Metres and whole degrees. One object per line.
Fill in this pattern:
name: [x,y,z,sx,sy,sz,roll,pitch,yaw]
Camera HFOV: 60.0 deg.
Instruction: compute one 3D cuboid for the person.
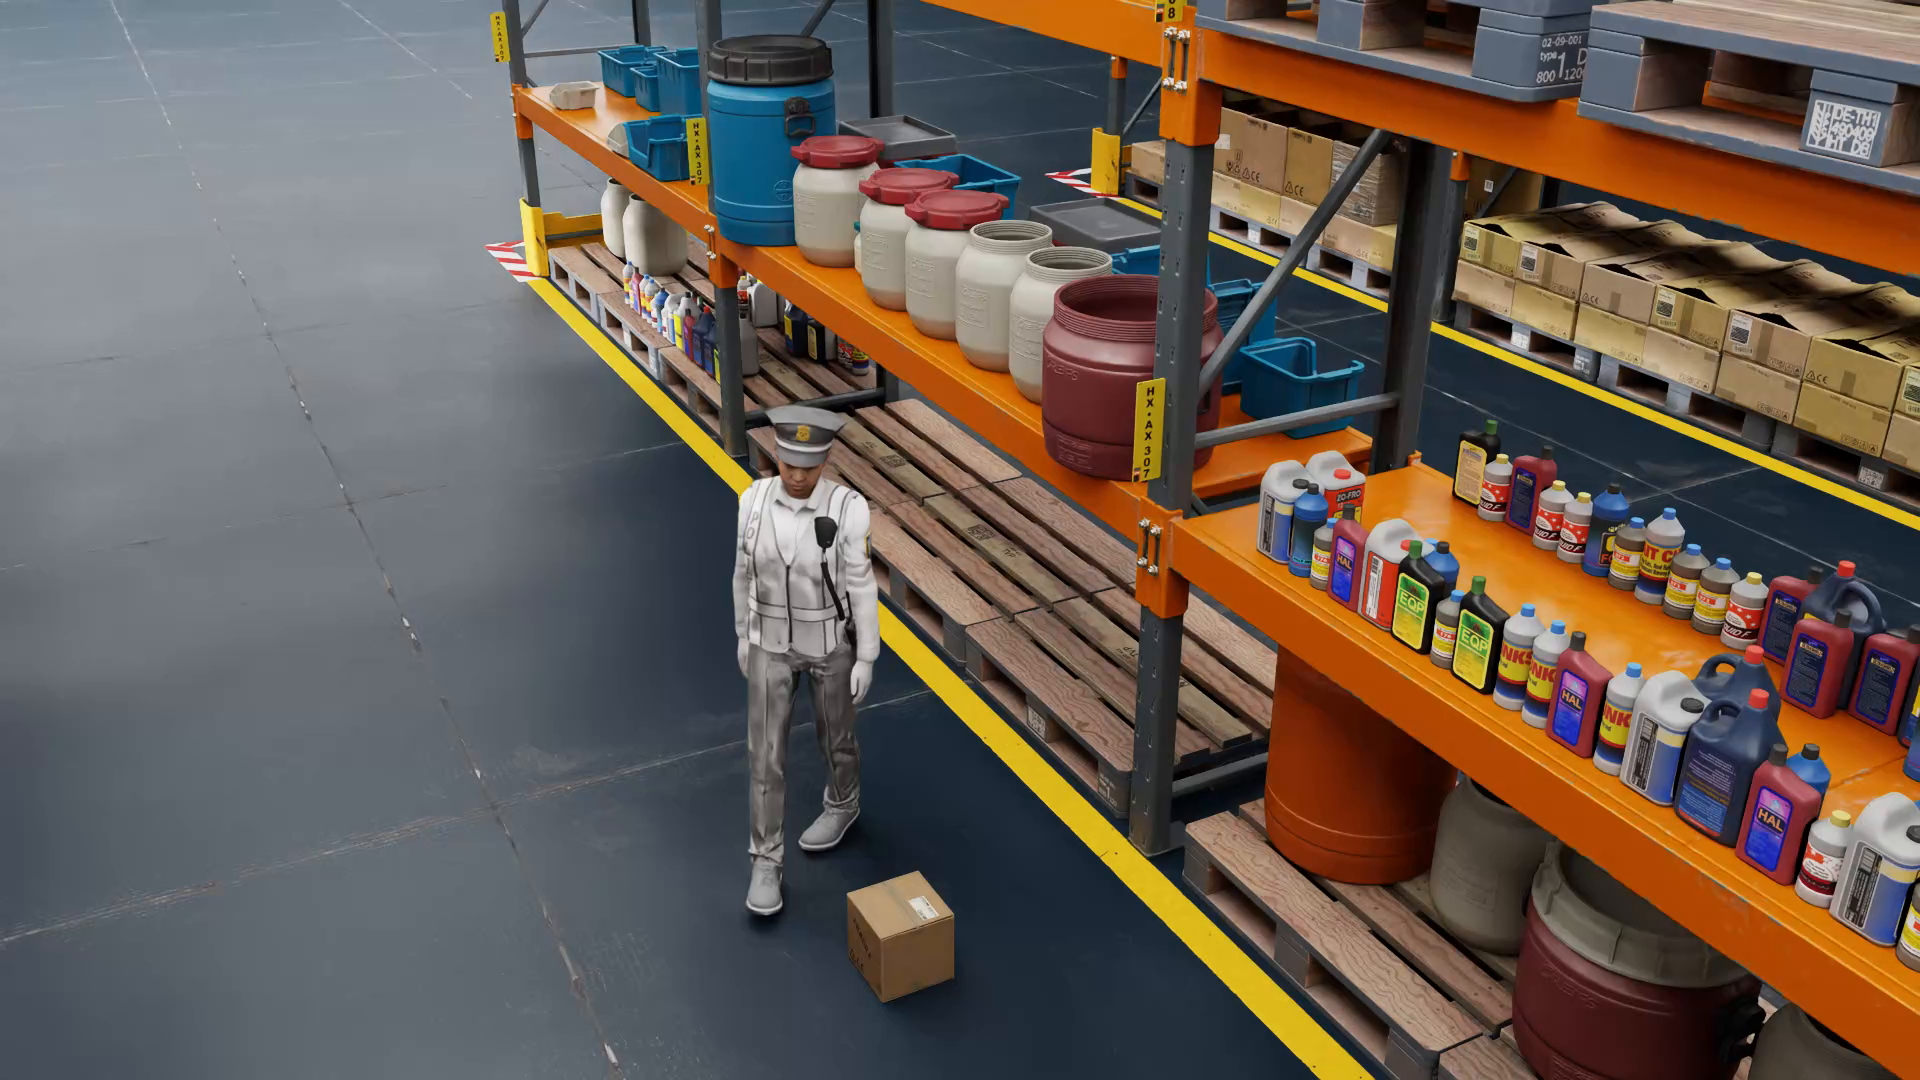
person: [-0.511,0.374,5.315,0.499,1.655,0.671,4,26,9]
